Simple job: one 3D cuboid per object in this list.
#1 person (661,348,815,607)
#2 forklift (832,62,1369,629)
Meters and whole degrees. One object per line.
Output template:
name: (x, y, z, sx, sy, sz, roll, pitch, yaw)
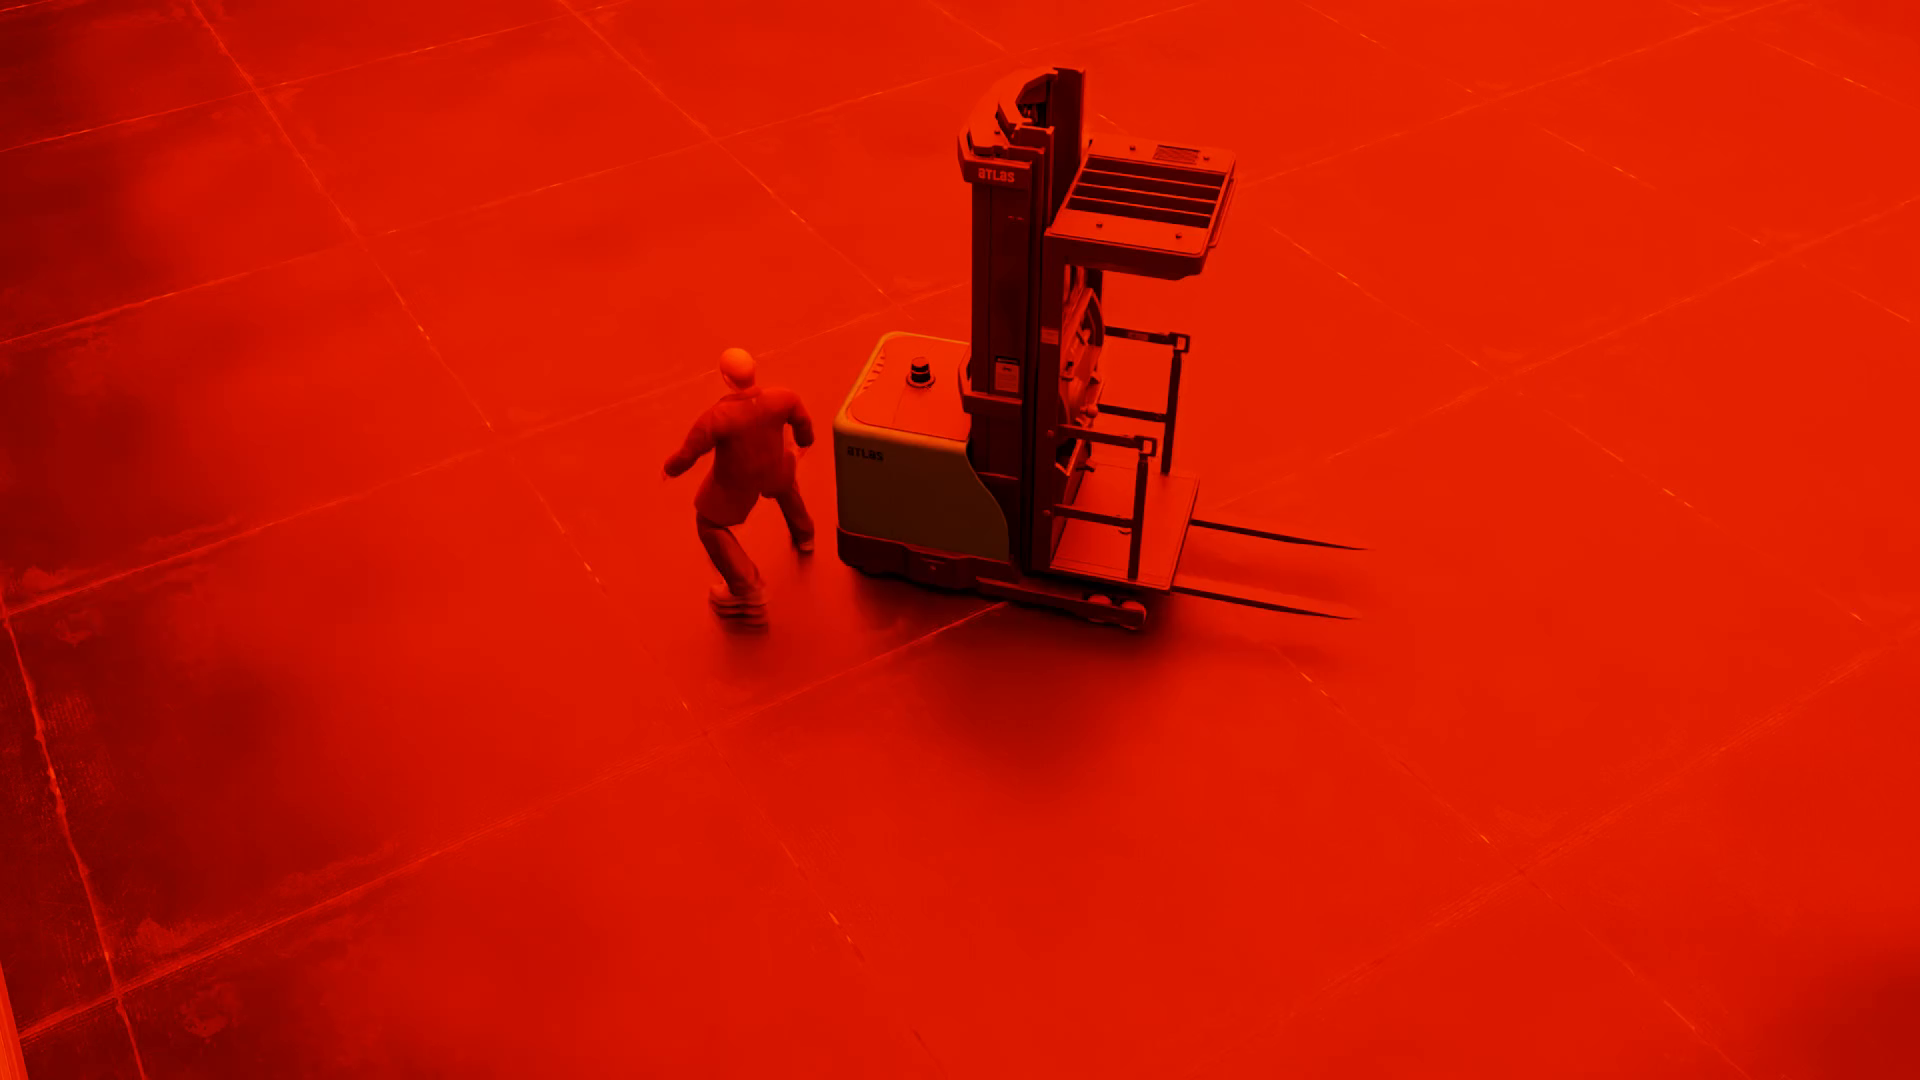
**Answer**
person: (-1.208, -0.430, 9.348, 0.897, 1.670, 0.723, -20, 45, -21)
forklift: (0.848, -0.983, 8.996, 3.031, 2.935, 1.130, 11, 42, 12)
